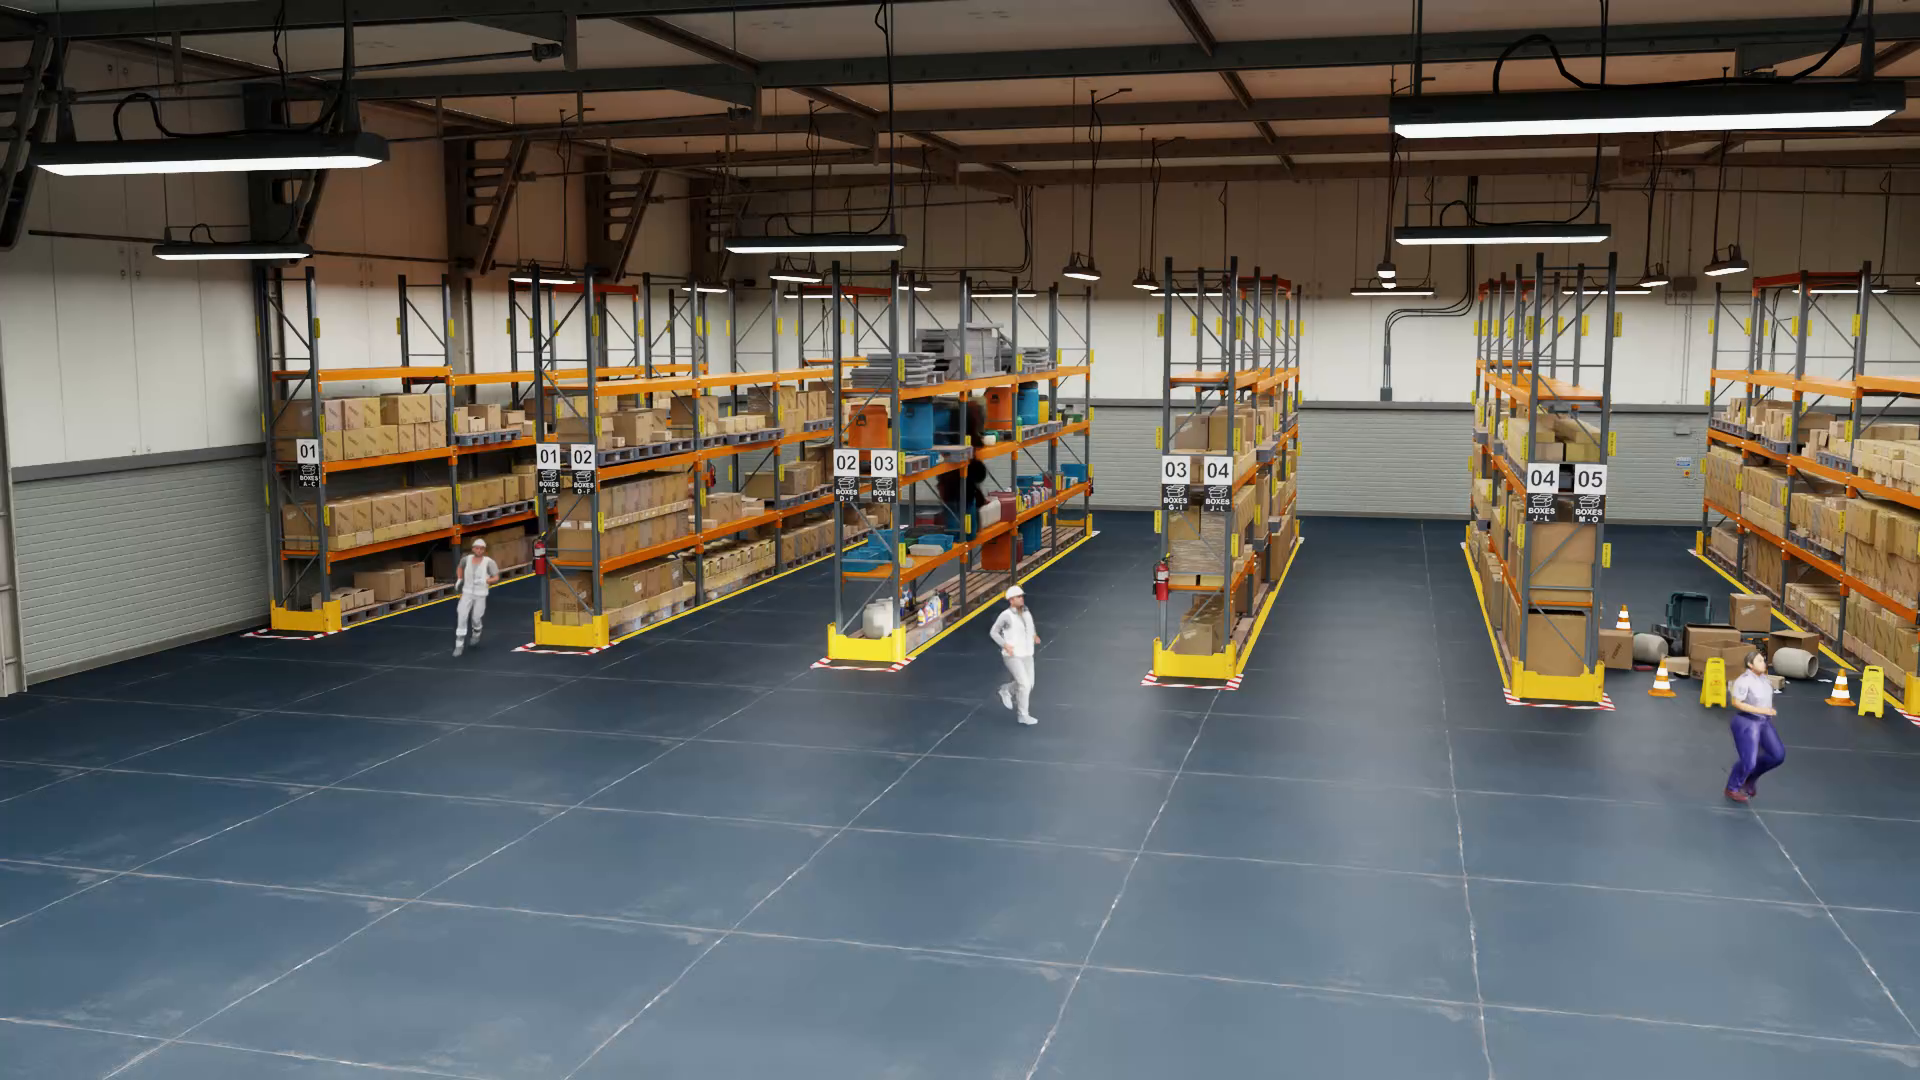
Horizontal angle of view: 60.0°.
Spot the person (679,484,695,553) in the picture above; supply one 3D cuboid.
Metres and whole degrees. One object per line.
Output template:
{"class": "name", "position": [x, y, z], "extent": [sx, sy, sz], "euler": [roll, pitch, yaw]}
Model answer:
{"class": "person", "position": [-5.696, -0.235, 34.815], "extent": [0.680, 1.690, 0.745], "euler": [1, 7, 8]}

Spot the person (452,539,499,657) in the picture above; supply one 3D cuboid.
{"class": "person", "position": [-7.490, 0.854, 25.824], "extent": [0.684, 1.771, 0.968], "euler": [0, 7, -4]}

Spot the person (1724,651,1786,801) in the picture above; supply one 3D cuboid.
{"class": "person", "position": [8.404, 1.973, 17.575], "extent": [0.661, 1.617, 0.570], "euler": [-4, 9, -32]}

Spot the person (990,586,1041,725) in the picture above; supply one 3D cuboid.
{"class": "person", "position": [0.716, 1.454, 21.265], "extent": [0.668, 1.738, 0.794], "euler": [-6, 10, -41]}
